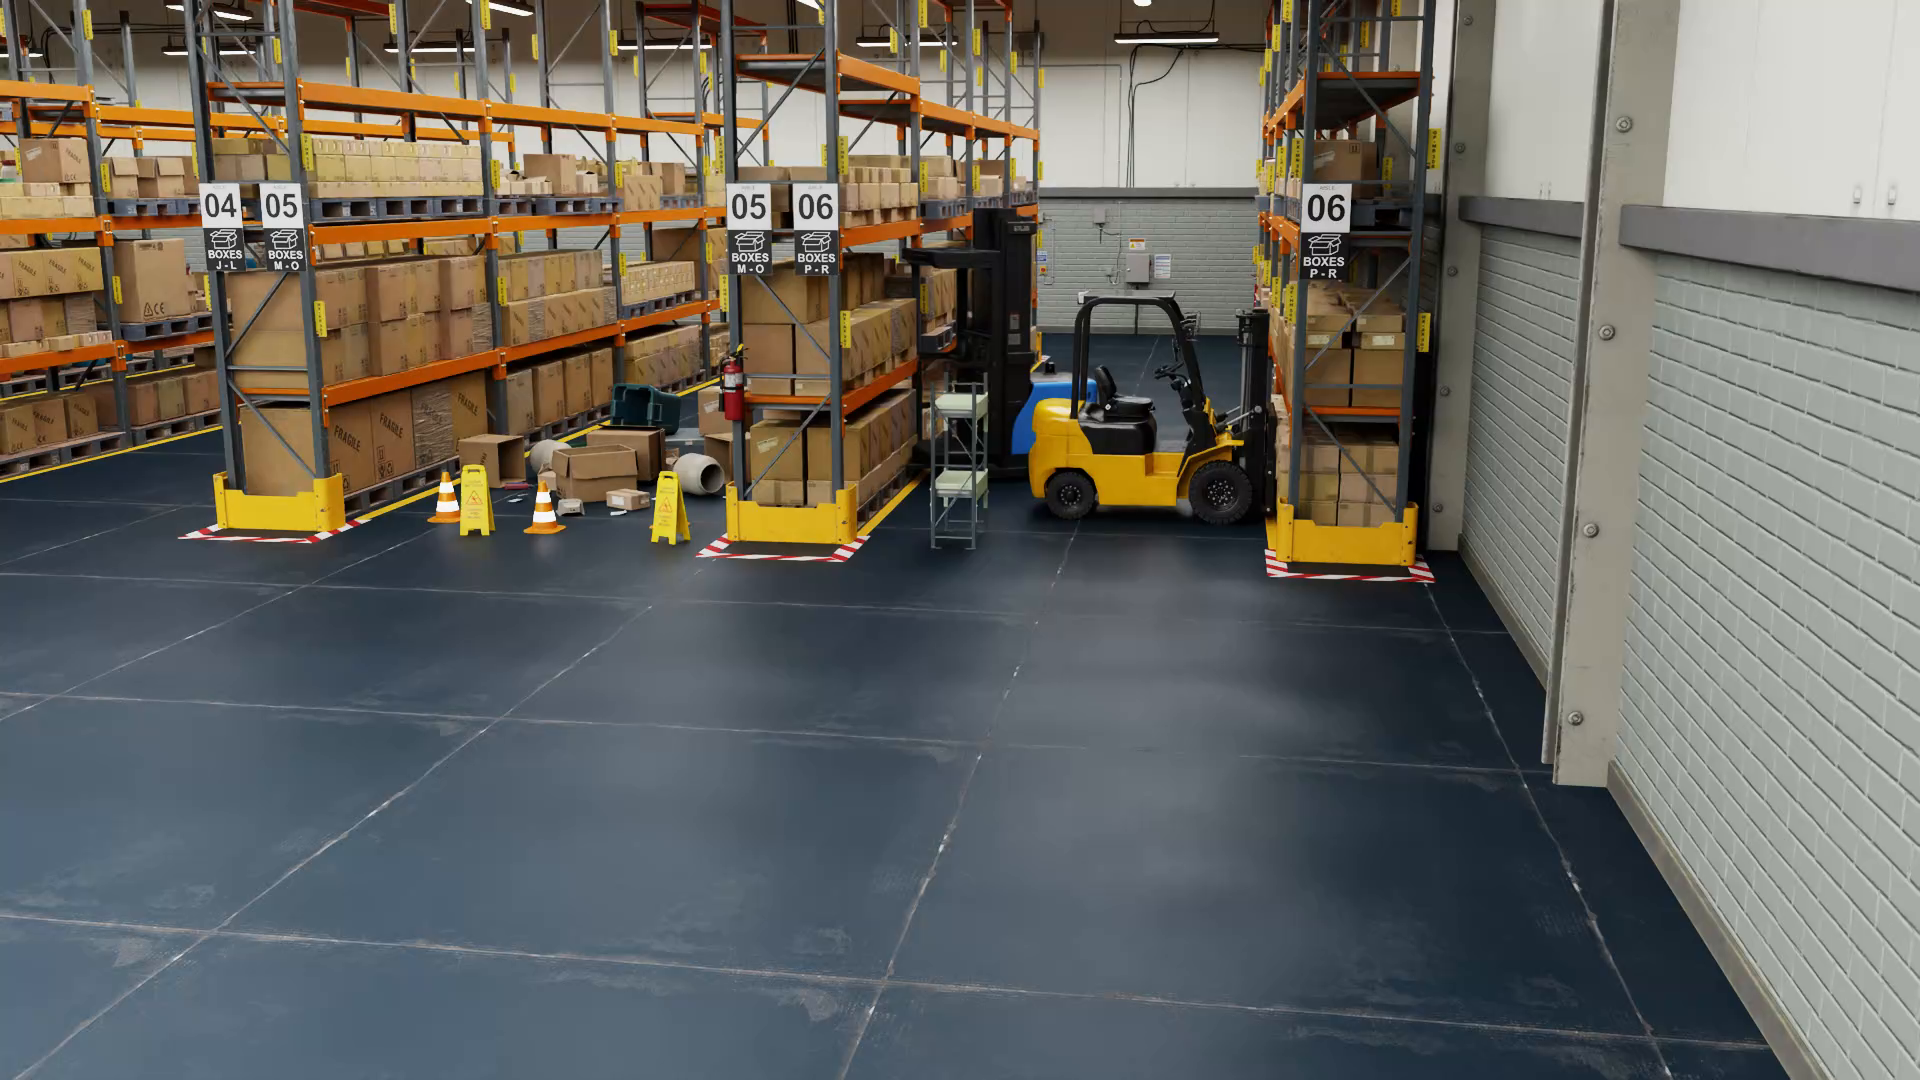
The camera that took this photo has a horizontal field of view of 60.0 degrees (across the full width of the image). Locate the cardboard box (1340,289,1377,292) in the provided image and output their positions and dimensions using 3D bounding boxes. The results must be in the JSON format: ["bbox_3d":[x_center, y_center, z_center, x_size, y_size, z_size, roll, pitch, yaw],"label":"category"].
[{"bbox_3d":[4.214,-2.571,17.578,0.380,0.149,0.250,2,12,9],"label":"cardboard box"}]

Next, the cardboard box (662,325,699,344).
[{"bbox_3d":[-4.481,-3.288,26.541,0.500,0.250,0.500,2,12,7],"label":"cardboard box"}]

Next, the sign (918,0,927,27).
[{"bbox_3d":[-0.407,-5.703,17.947,0.100,0.325,0.005,2,12,9],"label":"sign"}]

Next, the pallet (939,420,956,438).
[{"bbox_3d":[-0.637,-1.350,21.013,1.003,0.211,1.213,2,12,9],"label":"pallet"}]

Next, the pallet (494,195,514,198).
[{"bbox_3d":[-8.991,-6.384,30.841,1.003,0.211,1.213,2,12,9],"label":"pallet"}]

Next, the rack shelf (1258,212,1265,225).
[{"bbox_3d":[5.503,-5.332,27.461,1.077,0.370,4.000,2,12,9],"label":"rack shelf"}]

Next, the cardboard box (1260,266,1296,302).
[{"bbox_3d":[4.699,-3.691,24.023,0.700,0.500,0.500,2,12,8],"label":"cardboard box"}]

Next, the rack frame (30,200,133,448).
[{"bbox_3d":[-10.733,-2.617,20.275,1.000,3.000,0.127,2,12,9],"label":"rack frame"}]

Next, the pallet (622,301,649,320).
[{"bbox_3d":[-5.228,-3.326,24.020,1.213,0.211,1.003,2,12,9],"label":"pallet"}]

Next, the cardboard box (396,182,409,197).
[{"bbox_3d":[-5.860,-3.577,16.971,0.380,0.149,0.250,2,12,9],"label":"cardboard box"}]

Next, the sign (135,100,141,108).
[{"bbox_3d":[-13.853,-7.255,28.052,0.100,0.325,0.005,2,12,9],"label":"sign"}]

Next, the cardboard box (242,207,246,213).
[{"bbox_3d":[-10.011,-4.632,22.861,0.500,0.250,0.500,2,12,8],"label":"cardboard box"}]

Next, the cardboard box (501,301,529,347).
[{"bbox_3d":[-5.500,-2.585,19.888,0.500,0.500,0.500,2,12,9],"label":"cardboard box"}]

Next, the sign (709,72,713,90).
[{"bbox_3d":[-4.538,-8.379,30.365,0.100,0.325,0.005,2,12,9],"label":"sign"}]

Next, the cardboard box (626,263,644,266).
[{"bbox_3d":[-5.211,-4.296,26.250,0.380,0.149,0.250,2,12,9],"label":"cardboard box"}]

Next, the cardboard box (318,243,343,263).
[{"bbox_3d":[-9.886,-4.276,25.355,0.797,0.503,0.637,2,12,10],"label":"cardboard box"}]

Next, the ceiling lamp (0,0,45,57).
[{"bbox_3d":[-20.662,-11.860,35.066,2.000,3.185,0.800,2,12,9],"label":"ceiling lamp"}]

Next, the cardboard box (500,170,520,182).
[{"bbox_3d":[-5.795,-4.485,20.796,0.500,0.311,0.500,1,12,7],"label":"cardboard box"}]

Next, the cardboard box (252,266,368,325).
[{"bbox_3d":[-6.373,-2.398,16.336,0.875,0.550,0.550,2,12,9],"label":"cardboard box"}]

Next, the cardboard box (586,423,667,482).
[{"bbox_3d":[-3.651,-0.952,18.152,0.797,0.637,0.503,2,12,9],"label":"cardboard box"}]

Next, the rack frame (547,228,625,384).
[{"bbox_3d":[-5.232,-3.268,23.295,1.000,3.000,0.127,2,12,9],"label":"rack frame"}]

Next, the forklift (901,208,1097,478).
[{"bbox_3d":[-0.039,-2.130,18.178,3.031,2.935,1.130,-5,13,-20],"label":"forklift"}]

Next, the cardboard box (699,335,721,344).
[{"bbox_3d":[-4.268,-3.378,28.163,0.380,0.149,0.250,2,12,8],"label":"cardboard box"}]

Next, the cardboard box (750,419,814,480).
[{"bbox_3d":[-1.690,-0.867,15.901,0.500,0.500,0.500,2,12,9],"label":"cardboard box"}]

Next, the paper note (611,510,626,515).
[{"bbox_3d":[-3.377,-0.273,16.446,0.148,0.019,0.142,-2,12,-11],"label":"paper note"}]

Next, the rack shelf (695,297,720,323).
[{"bbox_3d":[-4.309,-4.166,29.166,1.077,0.370,4.000,2,12,9],"label":"rack shelf"}]

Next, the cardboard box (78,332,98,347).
[{"bbox_3d":[-10.523,-2.388,19.809,0.380,0.149,0.250,2,12,9],"label":"cardboard box"}]

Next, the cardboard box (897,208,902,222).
[{"bbox_3d":[-0.829,-3.460,17.663,0.380,0.149,0.250,2,12,9],"label":"cardboard box"}]

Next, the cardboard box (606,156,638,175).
[{"bbox_3d":[-4.818,-5.340,23.735,0.396,0.266,0.258,2,12,9],"label":"cardboard box"}]

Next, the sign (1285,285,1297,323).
[{"bbox_3d":[2.816,-2.006,14.126,0.100,0.325,0.005,2,12,9],"label":"sign"}]

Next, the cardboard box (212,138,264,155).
[{"bbox_3d":[-6.746,-3.672,15.516,0.380,0.149,0.250,2,12,9],"label":"cardboard box"}]

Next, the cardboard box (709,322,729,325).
[{"bbox_3d":[-4.418,-3.938,30.761,0.380,0.149,0.250,1,12,6],"label":"cardboard box"}]

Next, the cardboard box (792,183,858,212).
[{"bbox_3d":[-1.215,-3.098,15.035,0.500,0.250,0.500,2,12,8],"label":"cardboard box"}]

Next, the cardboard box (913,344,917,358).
[{"bbox_3d":[-0.689,-2.097,18.455,0.380,0.149,0.250,2,12,8],"label":"cardboard box"}]

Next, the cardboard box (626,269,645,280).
[{"bbox_3d":[-4.847,-3.894,24.384,0.380,0.149,0.250,1,12,6],"label":"cardboard box"}]

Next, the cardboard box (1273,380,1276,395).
[{"bbox_3d":[4.274,-1.607,20.229,0.875,0.625,0.625,1,12,6],"label":"cardboard box"}]

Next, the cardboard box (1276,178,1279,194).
[{"bbox_3d":[4.249,-4.487,20.359,0.700,0.500,0.500,2,12,8],"label":"cardboard box"}]

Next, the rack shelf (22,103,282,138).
[{"bbox_3d":[-10.425,-5.419,21.692,1.077,0.370,4.000,2,12,9],"label":"rack shelf"}]

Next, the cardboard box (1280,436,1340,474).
[{"bbox_3d":[3.112,-0.759,14.810,0.500,0.250,0.500,2,12,11],"label":"cardboard box"}]

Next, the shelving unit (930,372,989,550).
[{"bbox_3d":[-0.001,-0.732,15.086,0.431,1.500,0.755,2,12,9],"label":"shelving unit"}]

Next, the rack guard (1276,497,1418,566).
[{"bbox_3d":[3.346,-0.077,14.419,1.175,0.500,0.348,2,12,9],"label":"rack guard"}]

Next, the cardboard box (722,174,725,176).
[{"bbox_3d":[-4.171,-6.203,28.014,0.380,0.149,0.250,1,12,7],"label":"cardboard box"}]

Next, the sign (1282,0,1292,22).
[{"bbox_3d":[3.427,-5.579,17.373,0.100,0.325,0.005,2,12,9],"label":"sign"}]

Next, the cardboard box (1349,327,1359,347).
[{"bbox_3d":[3.633,-1.785,14.636,0.380,0.149,0.250,2,12,9],"label":"cardboard box"}]

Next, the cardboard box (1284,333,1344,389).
[{"bbox_3d":[3.333,-1.678,15.677,0.500,0.500,0.500,2,12,8],"label":"cardboard box"}]

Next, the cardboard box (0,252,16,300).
[{"bbox_3d":[-10.764,-2.886,18.203,0.500,0.500,0.500,2,12,9],"label":"cardboard box"}]

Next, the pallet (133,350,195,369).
[{"bbox_3d":[-14.321,-3.234,29.757,1.003,0.211,1.213,2,12,9],"label":"pallet"}]

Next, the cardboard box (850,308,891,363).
[{"bbox_3d":[-0.985,-2.068,16.781,0.500,0.500,0.500,2,12,7],"label":"cardboard box"}]

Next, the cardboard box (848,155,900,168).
[{"bbox_3d":[-0.977,-4.264,18.967,0.500,0.250,0.500,2,12,10],"label":"cardboard box"}]

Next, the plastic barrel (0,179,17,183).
[{"bbox_3d":[-14.621,-5.419,25.528,0.294,0.245,0.294,0,12,0],"label":"plastic barrel"}]

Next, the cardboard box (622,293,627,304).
[{"bbox_3d":[-4.964,-3.437,23.679,0.380,0.149,0.250,2,12,8],"label":"cardboard box"}]

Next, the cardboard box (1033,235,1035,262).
[{"bbox_3d":[1.066,-5.224,29.759,0.500,0.500,0.500,2,12,11],"label":"cardboard box"}]

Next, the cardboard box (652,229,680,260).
[{"bbox_3d":[-4.812,-4.891,27.506,0.500,0.500,0.500,1,12,7],"label":"cardboard box"}]

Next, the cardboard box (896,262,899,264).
[{"bbox_3d":[-0.623,-3.442,22.163,0.500,0.500,0.500,2,12,7],"label":"cardboard box"}]

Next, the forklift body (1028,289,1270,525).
[{"bbox_3d":[1.839,-1.342,16.374,2.313,2.155,1.214,2,12,9],"label":"forklift body"}]
